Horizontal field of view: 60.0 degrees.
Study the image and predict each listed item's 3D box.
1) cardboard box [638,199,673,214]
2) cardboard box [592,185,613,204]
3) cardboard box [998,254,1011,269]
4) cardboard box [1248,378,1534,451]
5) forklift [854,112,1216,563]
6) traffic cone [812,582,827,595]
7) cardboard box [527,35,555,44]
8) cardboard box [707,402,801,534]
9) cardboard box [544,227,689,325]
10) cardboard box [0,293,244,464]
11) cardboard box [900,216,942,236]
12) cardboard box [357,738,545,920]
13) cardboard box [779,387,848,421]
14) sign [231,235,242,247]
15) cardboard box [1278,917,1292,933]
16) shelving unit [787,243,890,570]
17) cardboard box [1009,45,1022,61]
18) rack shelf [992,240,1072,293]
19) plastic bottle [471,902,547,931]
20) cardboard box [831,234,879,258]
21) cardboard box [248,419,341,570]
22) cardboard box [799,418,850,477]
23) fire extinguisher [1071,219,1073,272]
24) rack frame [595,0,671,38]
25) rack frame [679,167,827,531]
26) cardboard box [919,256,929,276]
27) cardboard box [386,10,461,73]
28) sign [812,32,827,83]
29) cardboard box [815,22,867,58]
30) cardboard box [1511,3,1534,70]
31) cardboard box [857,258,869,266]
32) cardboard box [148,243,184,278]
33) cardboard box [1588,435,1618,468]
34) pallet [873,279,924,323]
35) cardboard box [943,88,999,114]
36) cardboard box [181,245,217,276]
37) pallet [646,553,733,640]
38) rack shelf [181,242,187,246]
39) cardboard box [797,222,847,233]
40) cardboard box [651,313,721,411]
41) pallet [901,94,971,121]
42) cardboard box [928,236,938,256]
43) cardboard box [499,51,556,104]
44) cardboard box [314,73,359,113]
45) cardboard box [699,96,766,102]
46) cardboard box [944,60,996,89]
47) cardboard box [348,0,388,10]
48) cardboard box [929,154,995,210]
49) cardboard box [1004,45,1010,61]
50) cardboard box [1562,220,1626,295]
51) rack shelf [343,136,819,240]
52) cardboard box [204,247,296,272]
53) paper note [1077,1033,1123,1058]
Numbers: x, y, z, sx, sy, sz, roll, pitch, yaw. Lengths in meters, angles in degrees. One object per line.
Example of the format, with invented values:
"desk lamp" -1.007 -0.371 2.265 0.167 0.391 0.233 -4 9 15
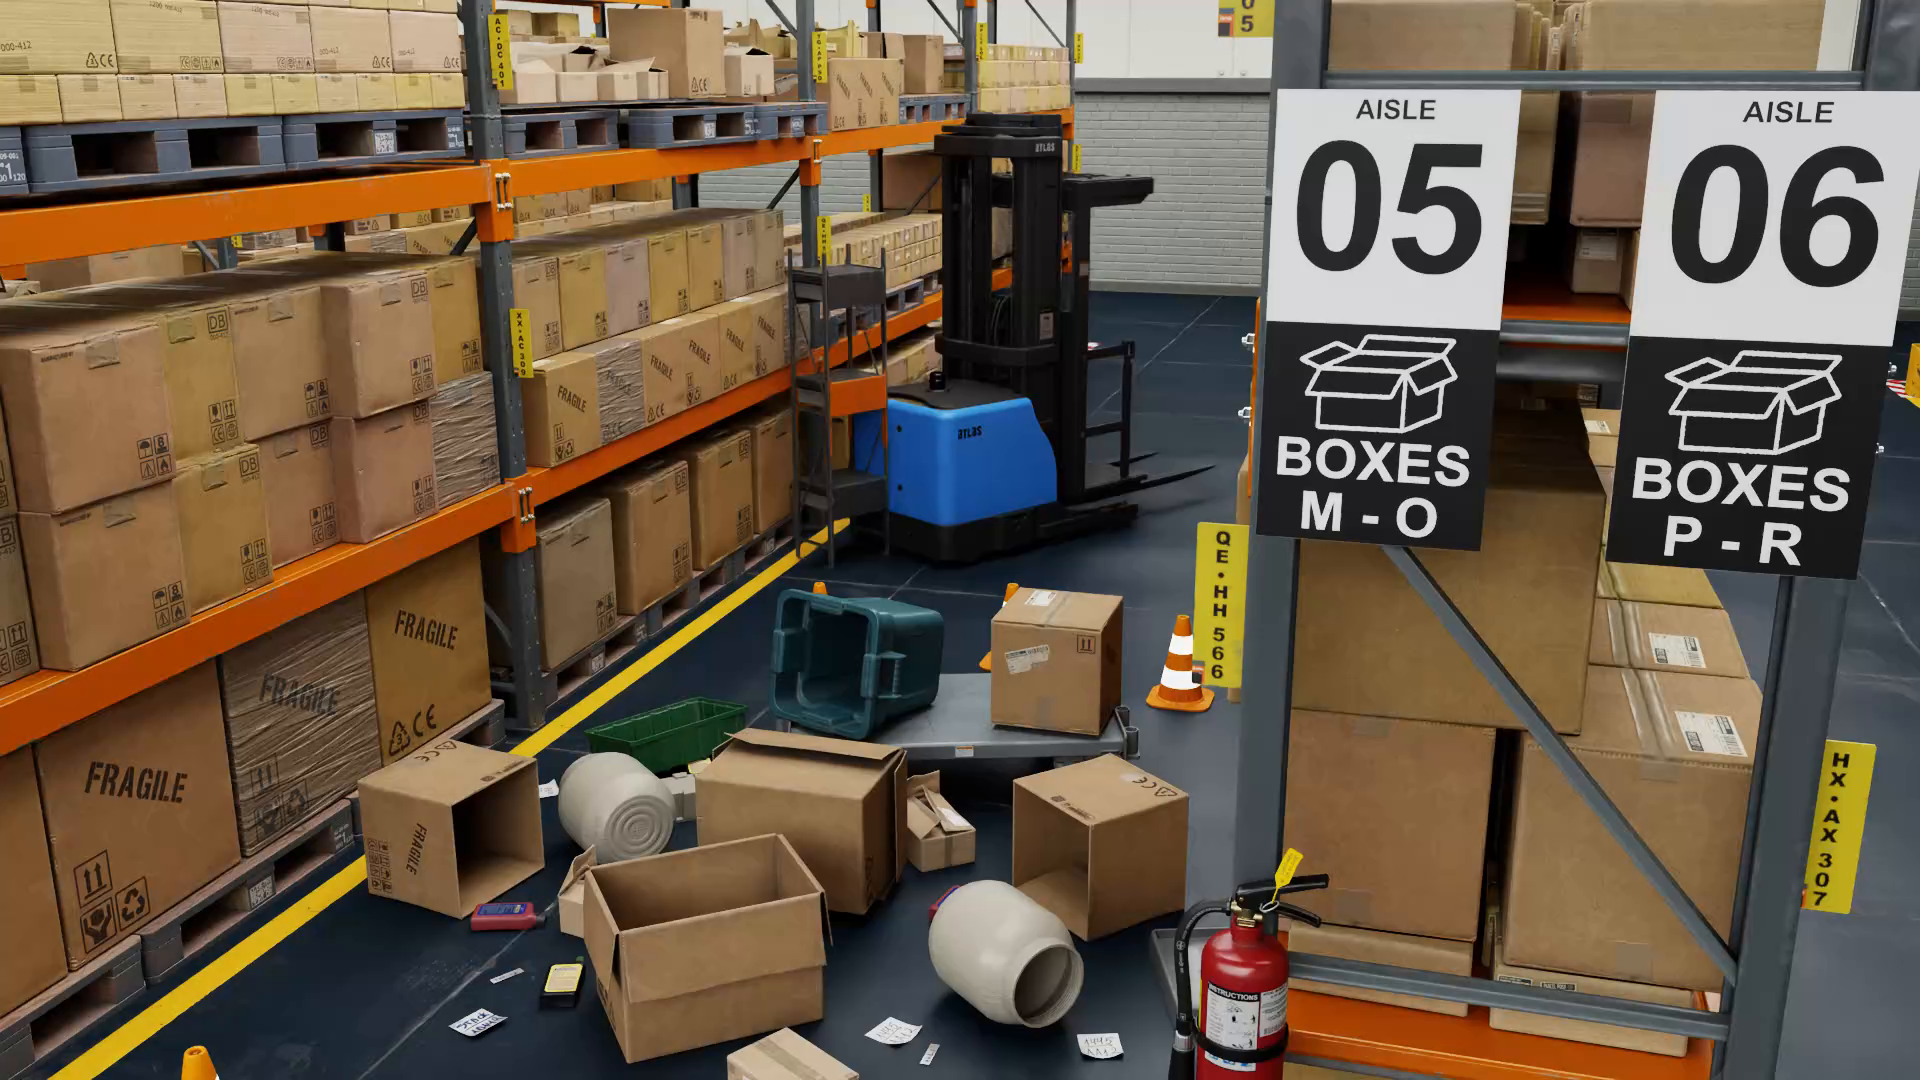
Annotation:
"cardboard box" -3.812 -3.994 20.144 0.500 0.250 0.500 4 16 15
"cardboard box" -4.466 -4.267 19.731 0.500 0.500 0.500 4 16 15
"cardboard box" 0.300 -2.820 16.734 0.380 0.149 0.250 5 17 17
"cardboard box" 1.159 -0.212 4.520 0.700 0.500 0.500 4 16 15
"forklift" 0.671 -1.573 12.003 3.031 2.935 1.130 -14 21 -40
"traffic cone" -0.783 0.467 9.336 0.336 0.463 0.334 5 16 16
"cardboard box" -4.744 -5.115 17.733 0.700 0.500 0.500 6 17 19
"cardboard box" -1.735 -0.534 11.568 1.050 0.750 0.750 4 16 15
"cardboard box" -2.044 -1.578 9.882 0.700 0.500 0.500 4 16 15
"cardboard box" -3.223 -0.595 6.176 0.875 0.550 0.500 5 16 16
"cardboard box" -0.341 -2.790 14.769 0.380 0.149 0.250 4 16 14
"cardboard box" -2.069 1.167 6.794 0.500 0.500 0.500 8 18 25
"cardboard box" -1.047 -1.088 12.607 0.500 0.250 0.500 4 16 13
"sign" -5.679 -2.457 13.018 0.100 0.325 0.005 5 16 16
"cardboard box" 0.892 0.815 3.918 0.380 0.149 0.250 4 16 15
"shelving unit" -0.805 -0.894 11.132 0.503 2.100 0.431 -14 21 -40
"cardboard box" 0.396 -4.814 16.435 0.380 0.149 0.250 5 17 19
"rack shelf" 0.230 -2.790 17.488 1.077 0.370 4.000 5 16 16
"plastic bottle" -1.759 1.475 6.517 0.283 0.061 0.133 -1 16 -3
"cardboard box" -0.860 -2.314 13.092 0.380 0.149 0.250 5 17 18
"cardboard box" -3.107 -0.217 6.822 0.875 0.550 0.550 5 16 16
"cardboard box" -1.030 -0.731 12.722 0.500 0.500 0.500 4 16 14
"fire extinguisher" 1.312 -3.473 19.402 0.296 0.674 0.183 5 16 16
"rack frame" -3.929 -6.957 19.865 1.000 3.000 0.127 5 16 16
"rack frame" -1.476 -1.567 11.855 1.000 3.000 0.127 5 16 16
"cardboard box" -0.479 -2.376 14.401 0.380 0.149 0.250 4 16 13
"cardboard box" -2.506 -2.135 7.141 0.500 0.250 0.500 4 16 15
"sign" -0.946 -3.251 11.205 0.100 0.325 0.005 5 16 16
"cardboard box" -0.915 -3.715 12.347 0.396 0.266 0.258 5 16 16
"cardboard box" 0.949 -0.998 3.352 0.380 0.149 0.250 5 17 17
"cardboard box" -0.927 -2.109 12.913 0.380 0.149 0.250 5 17 16
"cardboard box" -6.317 -2.083 12.725 0.500 0.500 0.500 3 16 9
"cardboard box" 2.135 -0.083 5.897 0.500 0.500 0.500 5 17 18
"pallet" -0.952 -1.995 13.719 1.003 0.211 1.213 5 16 16
"cardboard box" 0.046 -4.085 15.511 0.500 0.250 0.500 5 17 19
"cardboard box" -6.300 -2.174 13.814 0.500 0.500 0.500 5 17 18
"pallet" -2.120 0.294 10.407 1.003 0.211 1.213 5 16 16
"rack shelf" -9.246 -3.585 20.291 1.077 0.370 4.000 5 16 16
"cardboard box" -1.186 -2.641 14.243 0.380 0.149 0.250 4 16 15
"cardboard box" -1.773 -1.080 9.958 0.500 0.500 0.500 5 17 17
"pallet" -0.616 -3.812 14.621 1.213 0.211 1.003 5 16 16
"cardboard box" -0.410 -2.584 14.589 0.380 0.149 0.250 5 17 18
"cardboard box" -2.201 -2.287 8.192 0.258 0.266 0.396 4 16 15
"cardboard box" -2.625 -1.772 6.589 0.380 0.149 0.250 5 16 16
"cardboard box" -1.557 -3.227 12.029 0.500 0.500 0.500 5 16 16
"cardboard box" 0.028 -4.332 15.466 0.500 0.250 0.500 5 17 18
"cardboard box" -2.554 -2.224 6.722 0.380 0.149 0.250 5 16 16
"cardboard box" 0.023 -3.384 15.704 0.500 0.500 0.500 5 17 17
"cardboard box" 0.274 -4.746 16.196 0.380 0.149 0.250 4 16 14
"cardboard box" 1.420 -0.576 3.325 0.380 0.149 0.250 4 16 14
"rack shelf" -2.044 -2.140 9.699 1.077 0.370 4.000 5 16 16
"cardboard box" -5.803 -2.132 13.665 0.500 0.500 0.500 5 17 18
"paper note" 0.481 1.724 5.694 0.142 0.019 0.148 -1 16 -3
